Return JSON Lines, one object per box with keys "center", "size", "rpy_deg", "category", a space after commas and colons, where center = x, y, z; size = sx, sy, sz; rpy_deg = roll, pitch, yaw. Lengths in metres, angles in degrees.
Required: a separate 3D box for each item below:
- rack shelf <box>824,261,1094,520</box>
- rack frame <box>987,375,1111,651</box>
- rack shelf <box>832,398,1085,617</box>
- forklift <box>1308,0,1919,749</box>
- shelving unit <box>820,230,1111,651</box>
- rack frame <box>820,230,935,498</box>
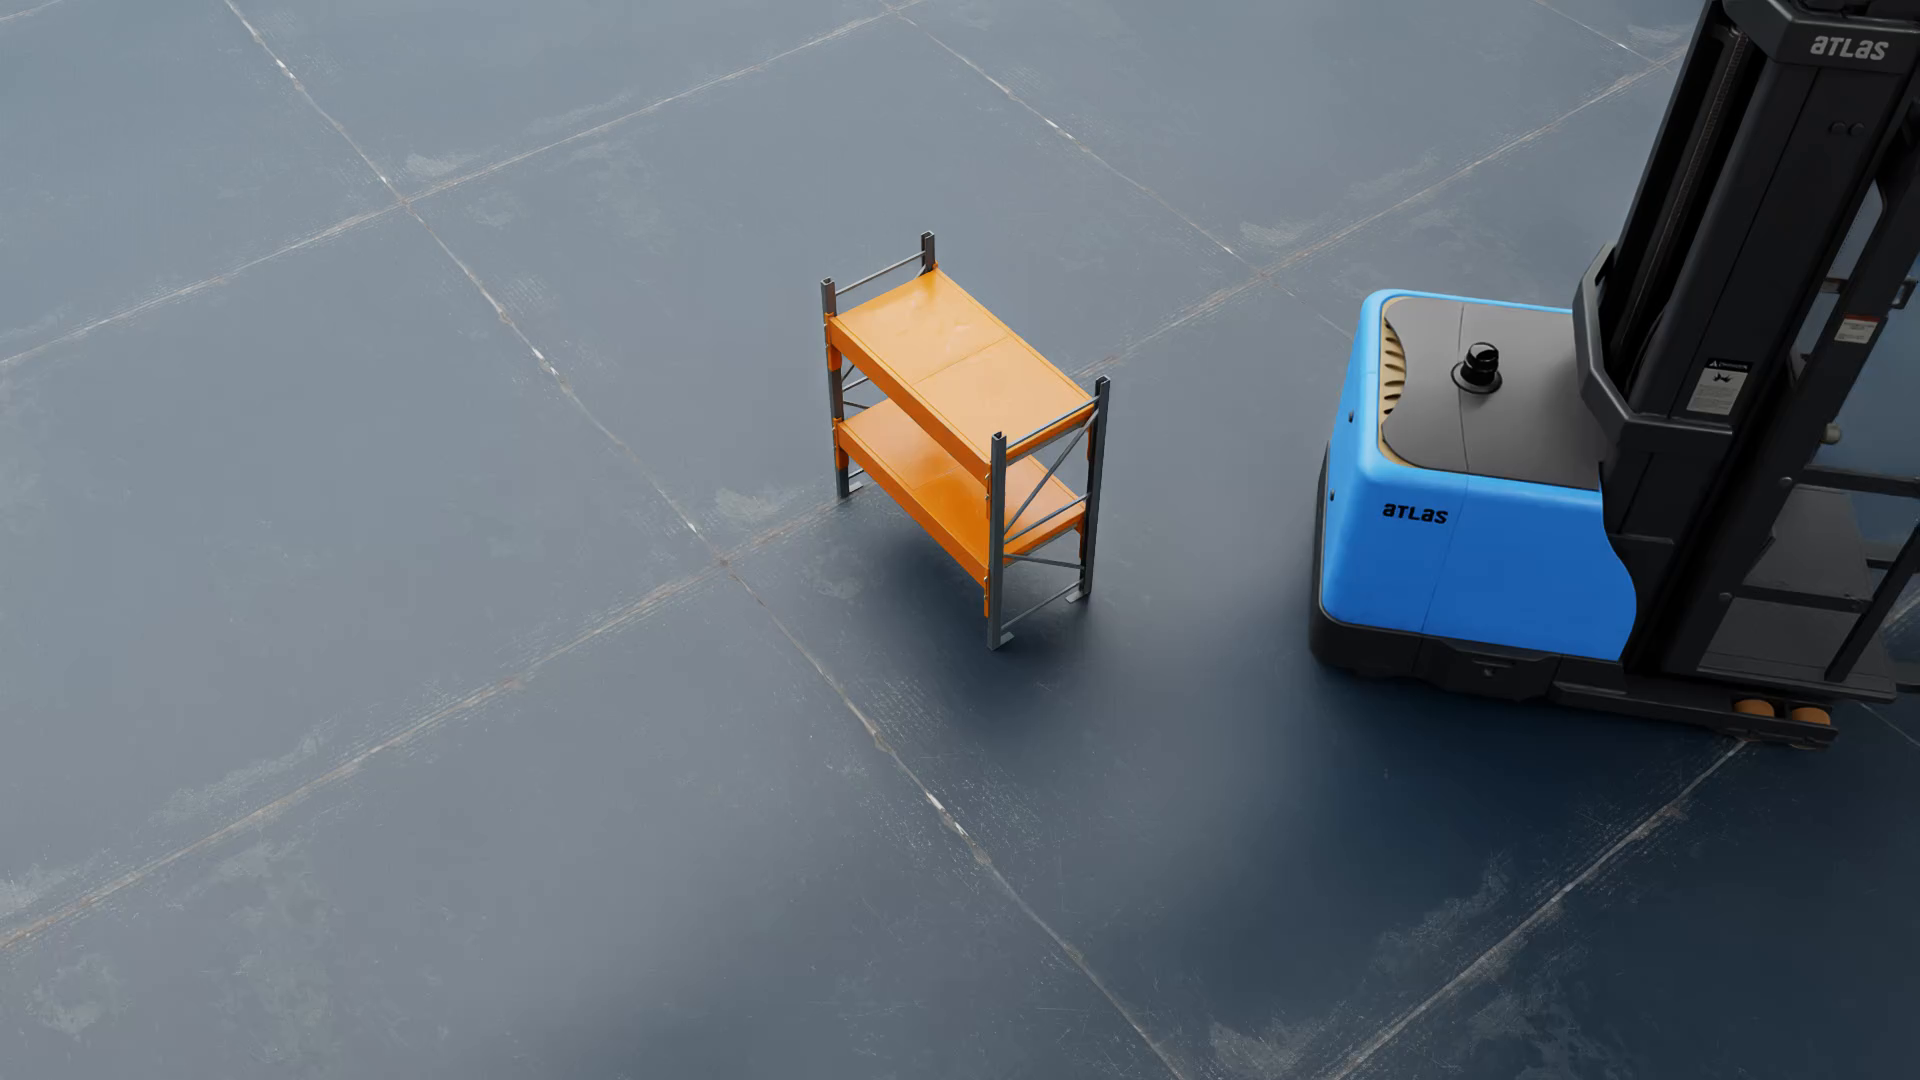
{"center": [0.004, -0.570, 6.112], "size": [0.538, 0.278, 1.000], "rpy_deg": [-29, 54, -24], "category": "rack shelf"}
{"center": [0.312, -0.074, 6.057], "size": [0.500, 1.125, 0.032], "rpy_deg": [-29, 54, -24], "category": "rack frame"}
{"center": [0.004, -0.210, 6.510], "size": [0.538, 0.278, 1.000], "rpy_deg": [-29, 54, -24], "category": "rack shelf"}
{"center": [2.888, -0.652, 5.362], "size": [3.031, 2.935, 1.130], "rpy_deg": [8, 48, 7], "category": "forklift"}
{"center": [0.004, -0.374, 6.328], "size": [0.538, 1.125, 1.048], "rpy_deg": [-29, 54, -24], "category": "shelving unit"}
{"center": [-0.304, -0.674, 6.600], "size": [0.500, 1.125, 0.032], "rpy_deg": [-29, 54, -24], "category": "rack frame"}
